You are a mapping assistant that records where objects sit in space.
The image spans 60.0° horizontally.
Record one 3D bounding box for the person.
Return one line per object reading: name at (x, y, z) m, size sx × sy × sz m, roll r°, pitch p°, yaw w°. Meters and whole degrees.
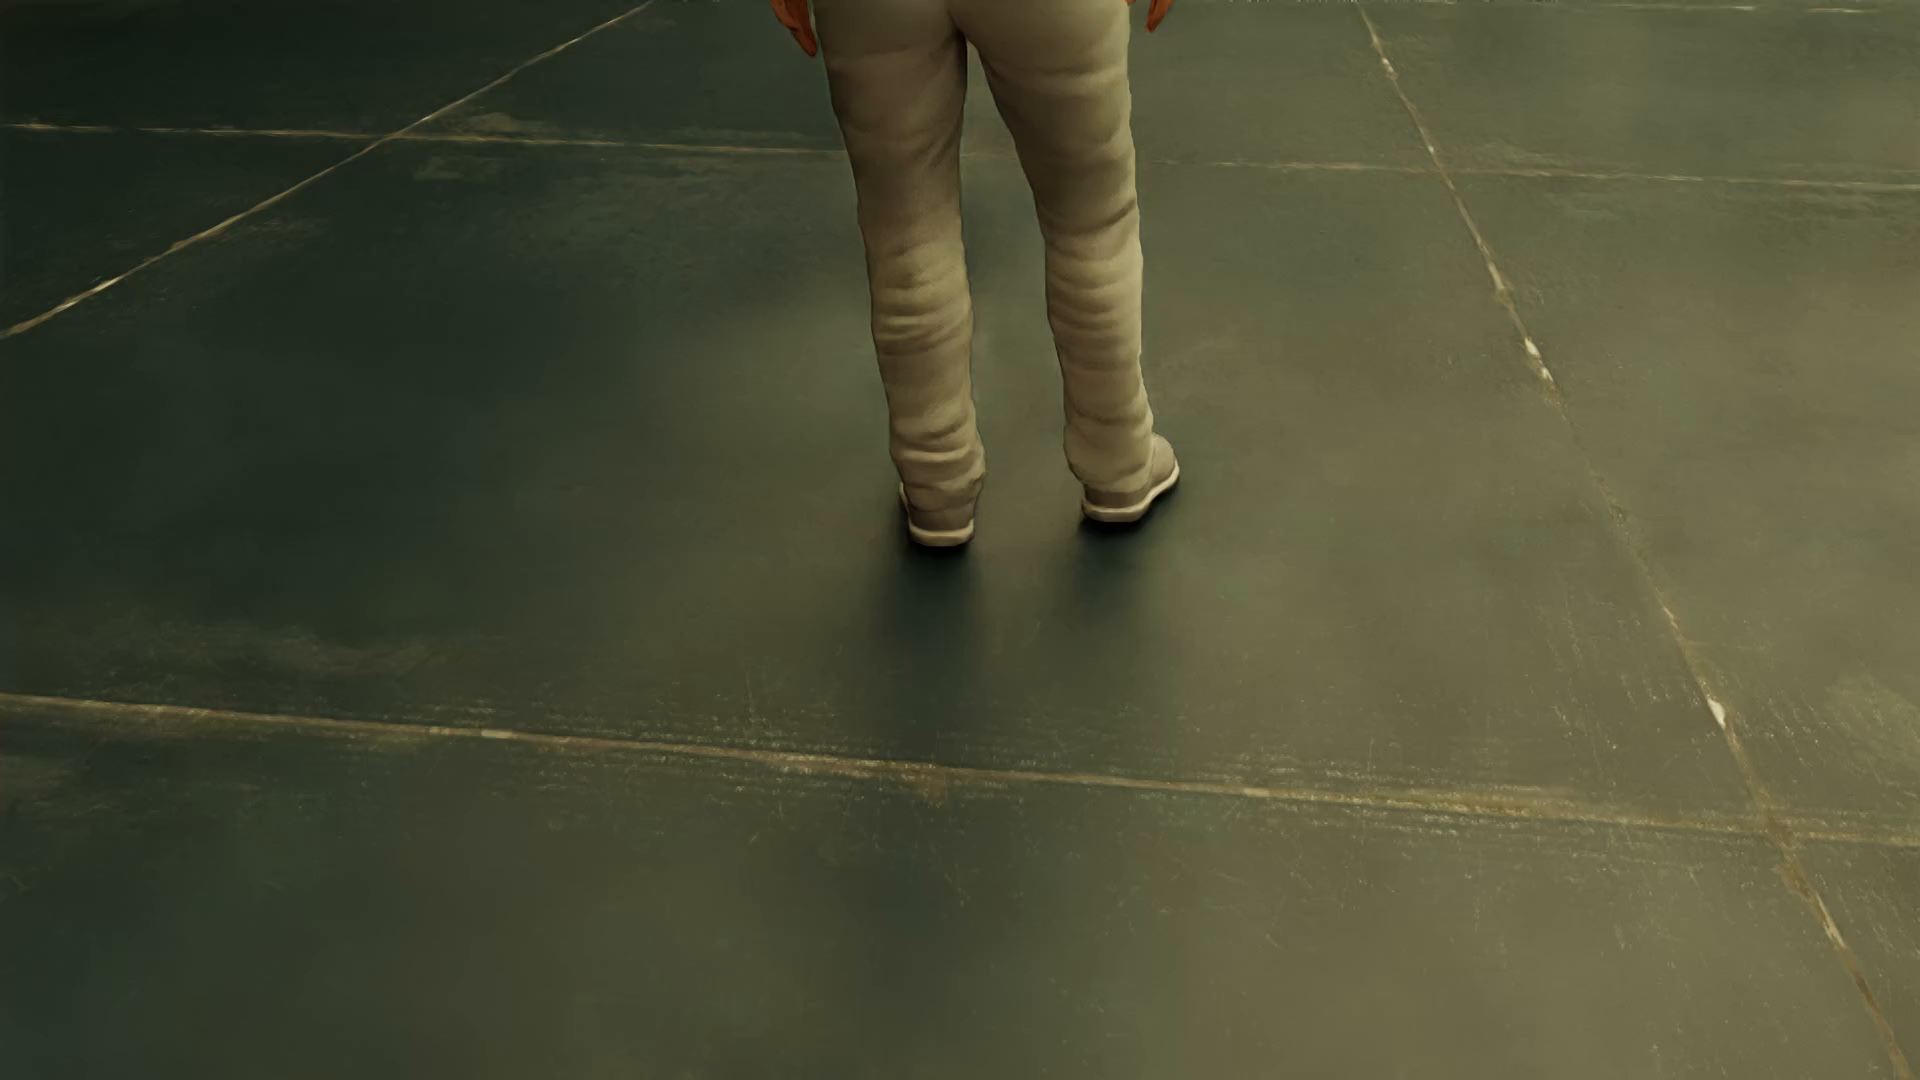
person at (0.033, -0.785, 2.190) m, size 0.598 × 1.669 × 0.529 m, roll 3°, pitch 27°, yaw 7°
